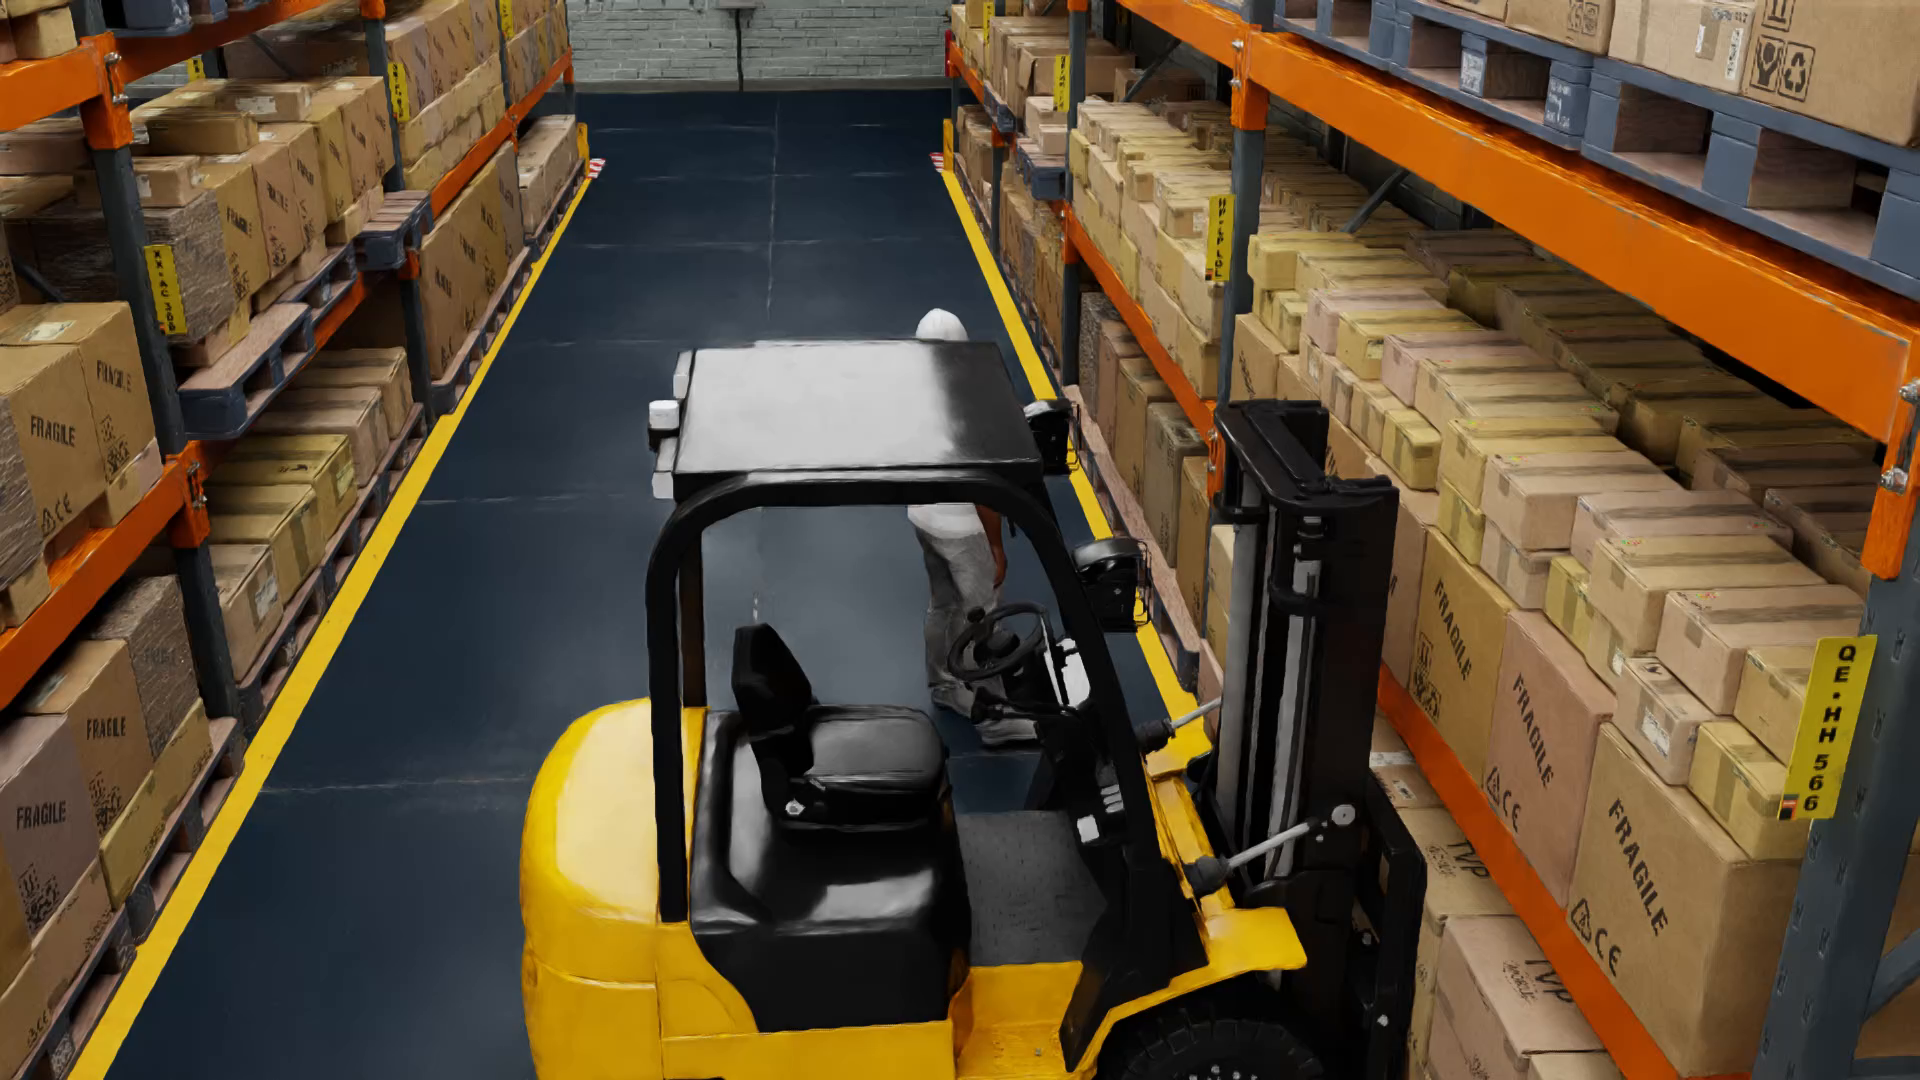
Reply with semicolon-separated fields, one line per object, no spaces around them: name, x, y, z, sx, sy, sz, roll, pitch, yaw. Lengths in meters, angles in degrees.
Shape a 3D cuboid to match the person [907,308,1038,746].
person;0.038;-0.054;6.690;0.471;1.767;0.666;-12;26;-26
